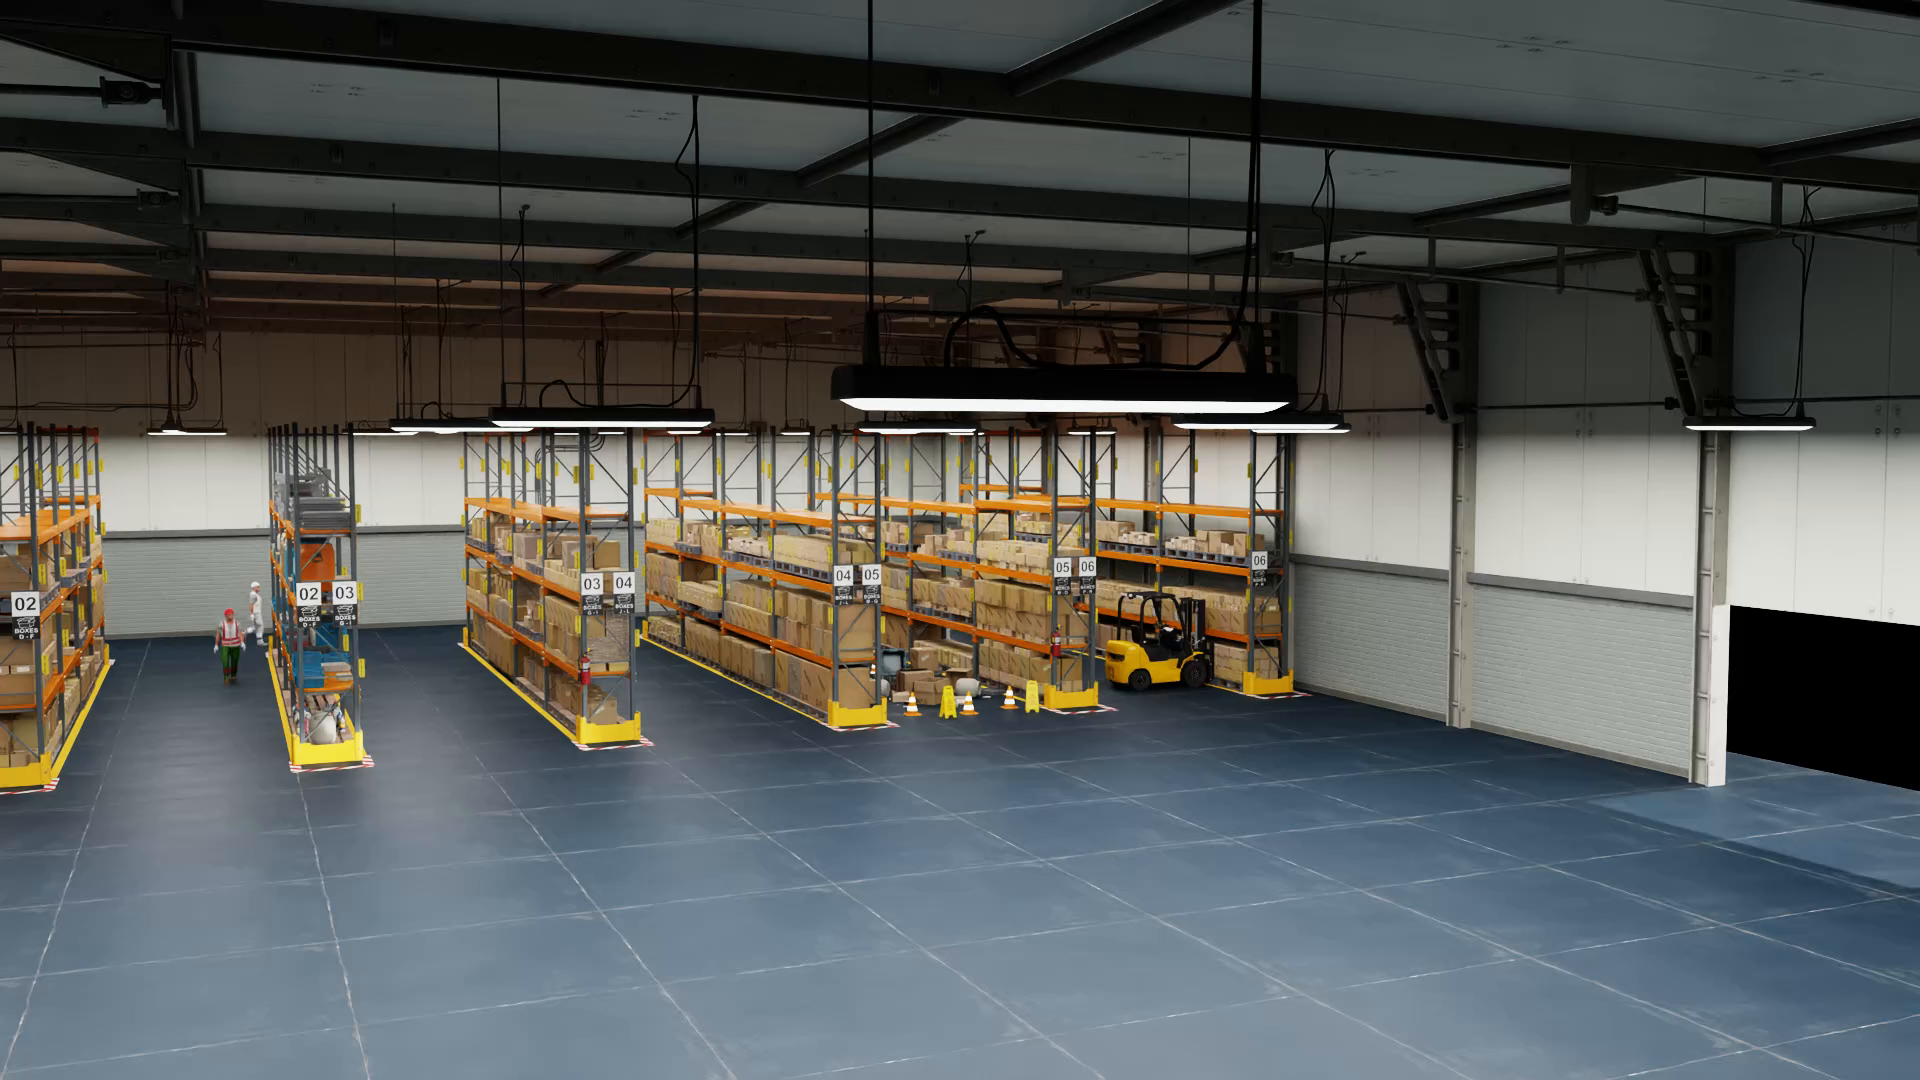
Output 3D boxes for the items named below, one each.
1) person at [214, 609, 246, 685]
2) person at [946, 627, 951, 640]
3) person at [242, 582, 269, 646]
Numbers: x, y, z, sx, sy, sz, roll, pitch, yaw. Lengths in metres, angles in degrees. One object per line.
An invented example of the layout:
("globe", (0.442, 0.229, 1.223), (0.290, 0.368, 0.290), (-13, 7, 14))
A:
("person", (-16.997, 2.462, 38.690), (0.688, 1.725, 1.034), (-1, 4, -23))
("person", (-0.439, 2.097, 45.800), (0.492, 1.671, 0.499), (-1, 4, -20))
("person", (-19.433, 2.035, 45.707), (0.785, 1.775, 0.515), (-1, 4, -23))
